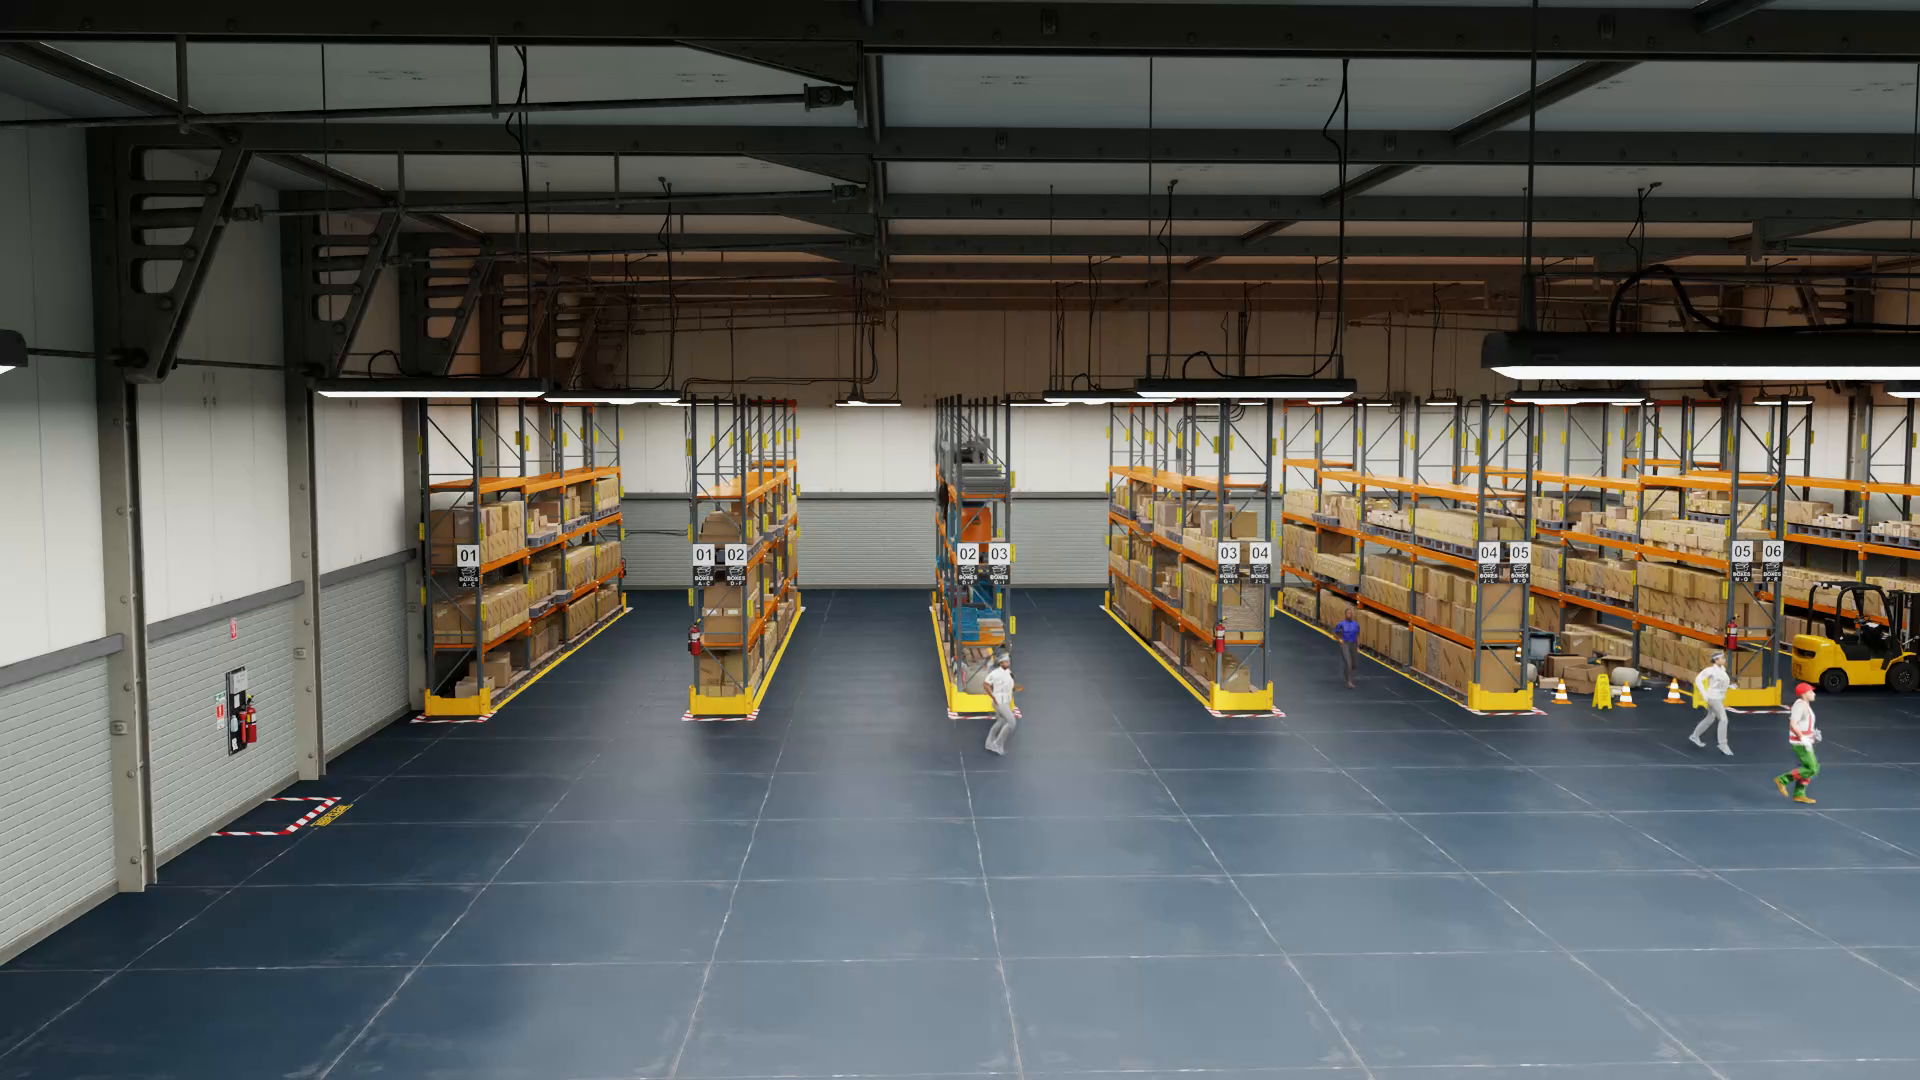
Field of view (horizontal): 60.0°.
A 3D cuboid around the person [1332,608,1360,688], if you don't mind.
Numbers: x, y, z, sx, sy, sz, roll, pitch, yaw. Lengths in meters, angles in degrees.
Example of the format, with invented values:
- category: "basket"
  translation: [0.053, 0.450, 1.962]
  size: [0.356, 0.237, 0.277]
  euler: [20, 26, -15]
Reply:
- category: "person"
  translation: [7.999, 2.216, 34.341]
  size: [0.581, 1.608, 0.681]
  euler: [-1, 5, -11]

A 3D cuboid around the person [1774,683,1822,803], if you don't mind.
- category: "person"
  translation: [12.225, 2.945, 24.244]
  size: [0.593, 1.756, 0.678]
  euler: [3, 5, 29]

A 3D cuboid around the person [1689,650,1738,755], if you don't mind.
- category: "person"
  translation: [12.619, 2.694, 27.839]
  size: [0.778, 1.745, 0.599]
  euler: [4, 6, 43]

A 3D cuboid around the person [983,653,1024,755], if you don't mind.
- category: "person"
  translation: [0.728, 2.719, 27.643]
  size: [0.682, 1.719, 0.549]
  euler: [2, 5, 25]

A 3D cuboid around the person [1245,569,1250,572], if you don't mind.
- category: "person"
  translation: [8.425, 1.087, 48.401]
  size: [0.938, 1.648, 0.603]
  euler: [-1, 5, -18]
